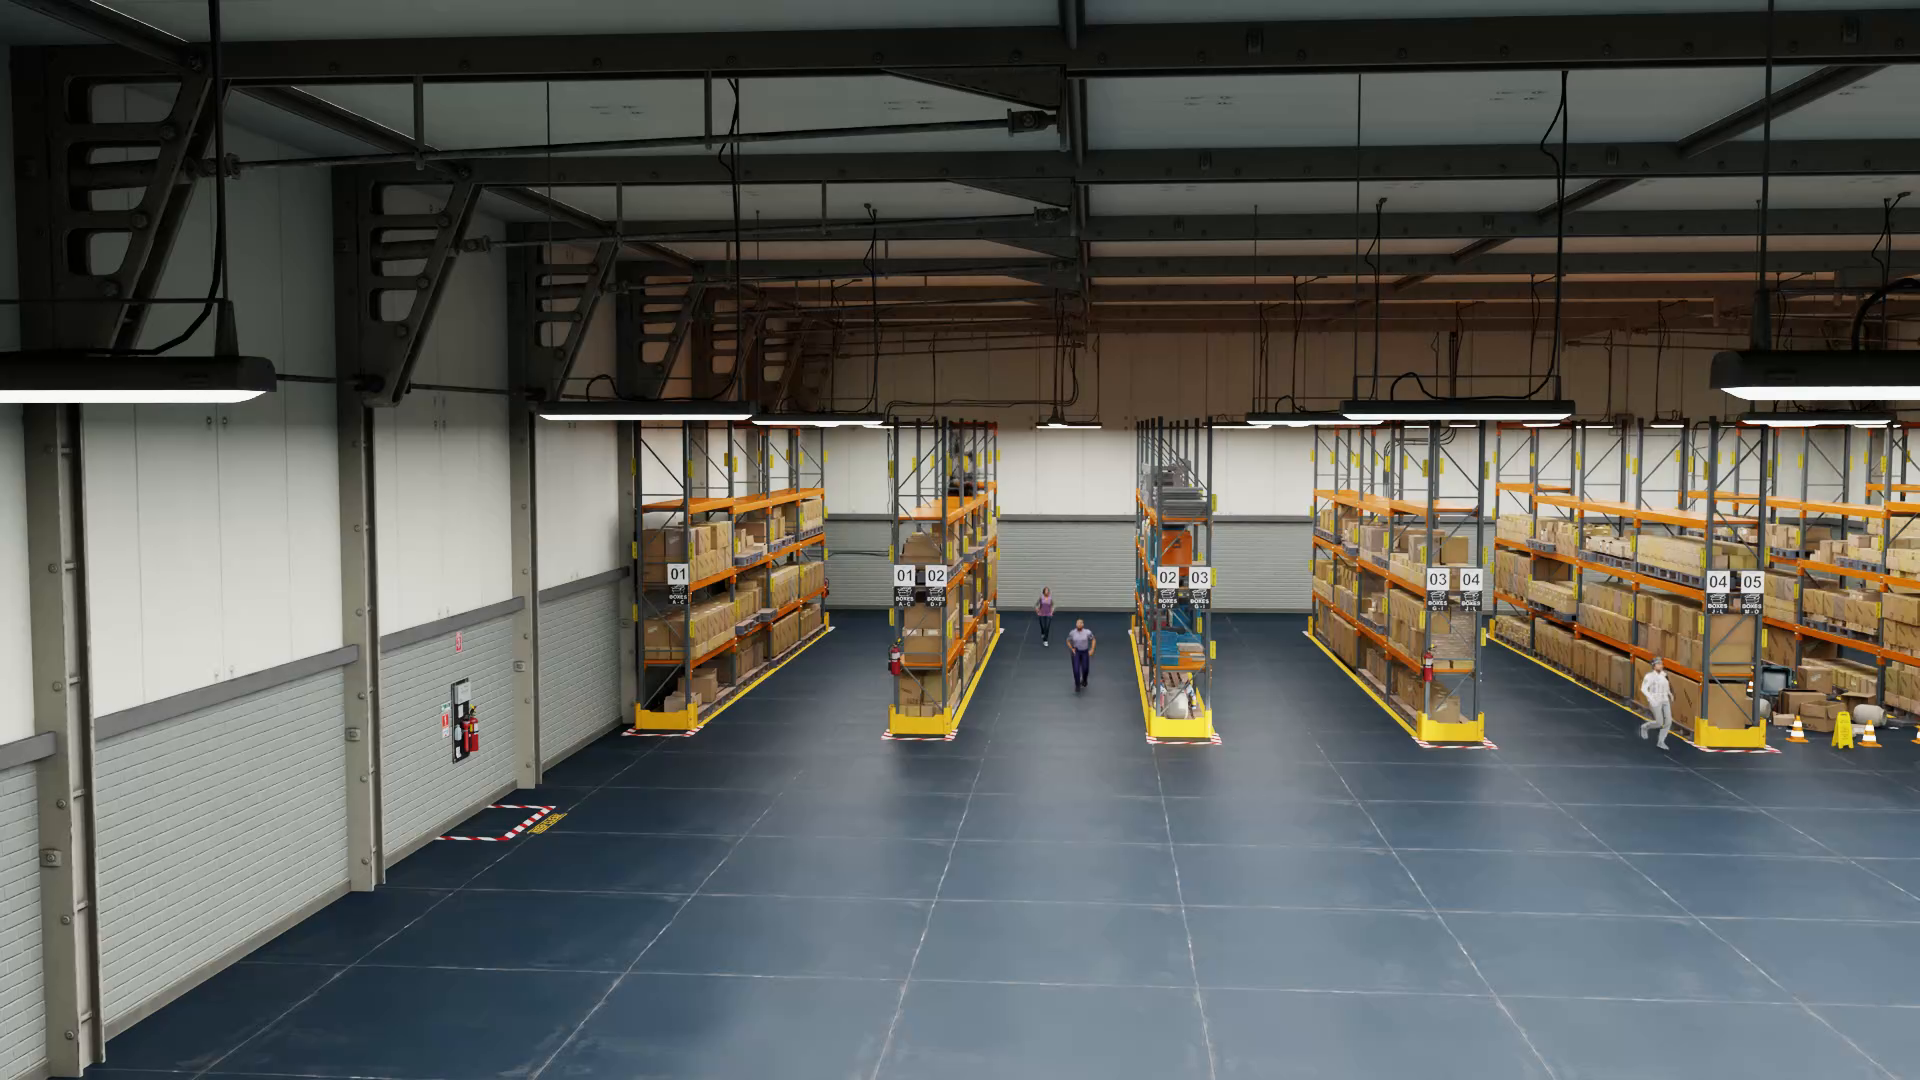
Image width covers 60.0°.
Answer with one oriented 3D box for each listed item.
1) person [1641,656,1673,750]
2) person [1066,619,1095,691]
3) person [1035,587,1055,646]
[{"bbox_3d":[12.681,2.933,30.136,0.605,1.654,0.656,-1,4,-16],"label":"person"},{"bbox_3d":[2.664,2.540,36.672,0.640,1.595,0.540,0,4,3],"label":"person"},{"bbox_3d":[2.285,2.046,44.520,0.542,1.564,0.483,0,4,-5],"label":"person"}]
